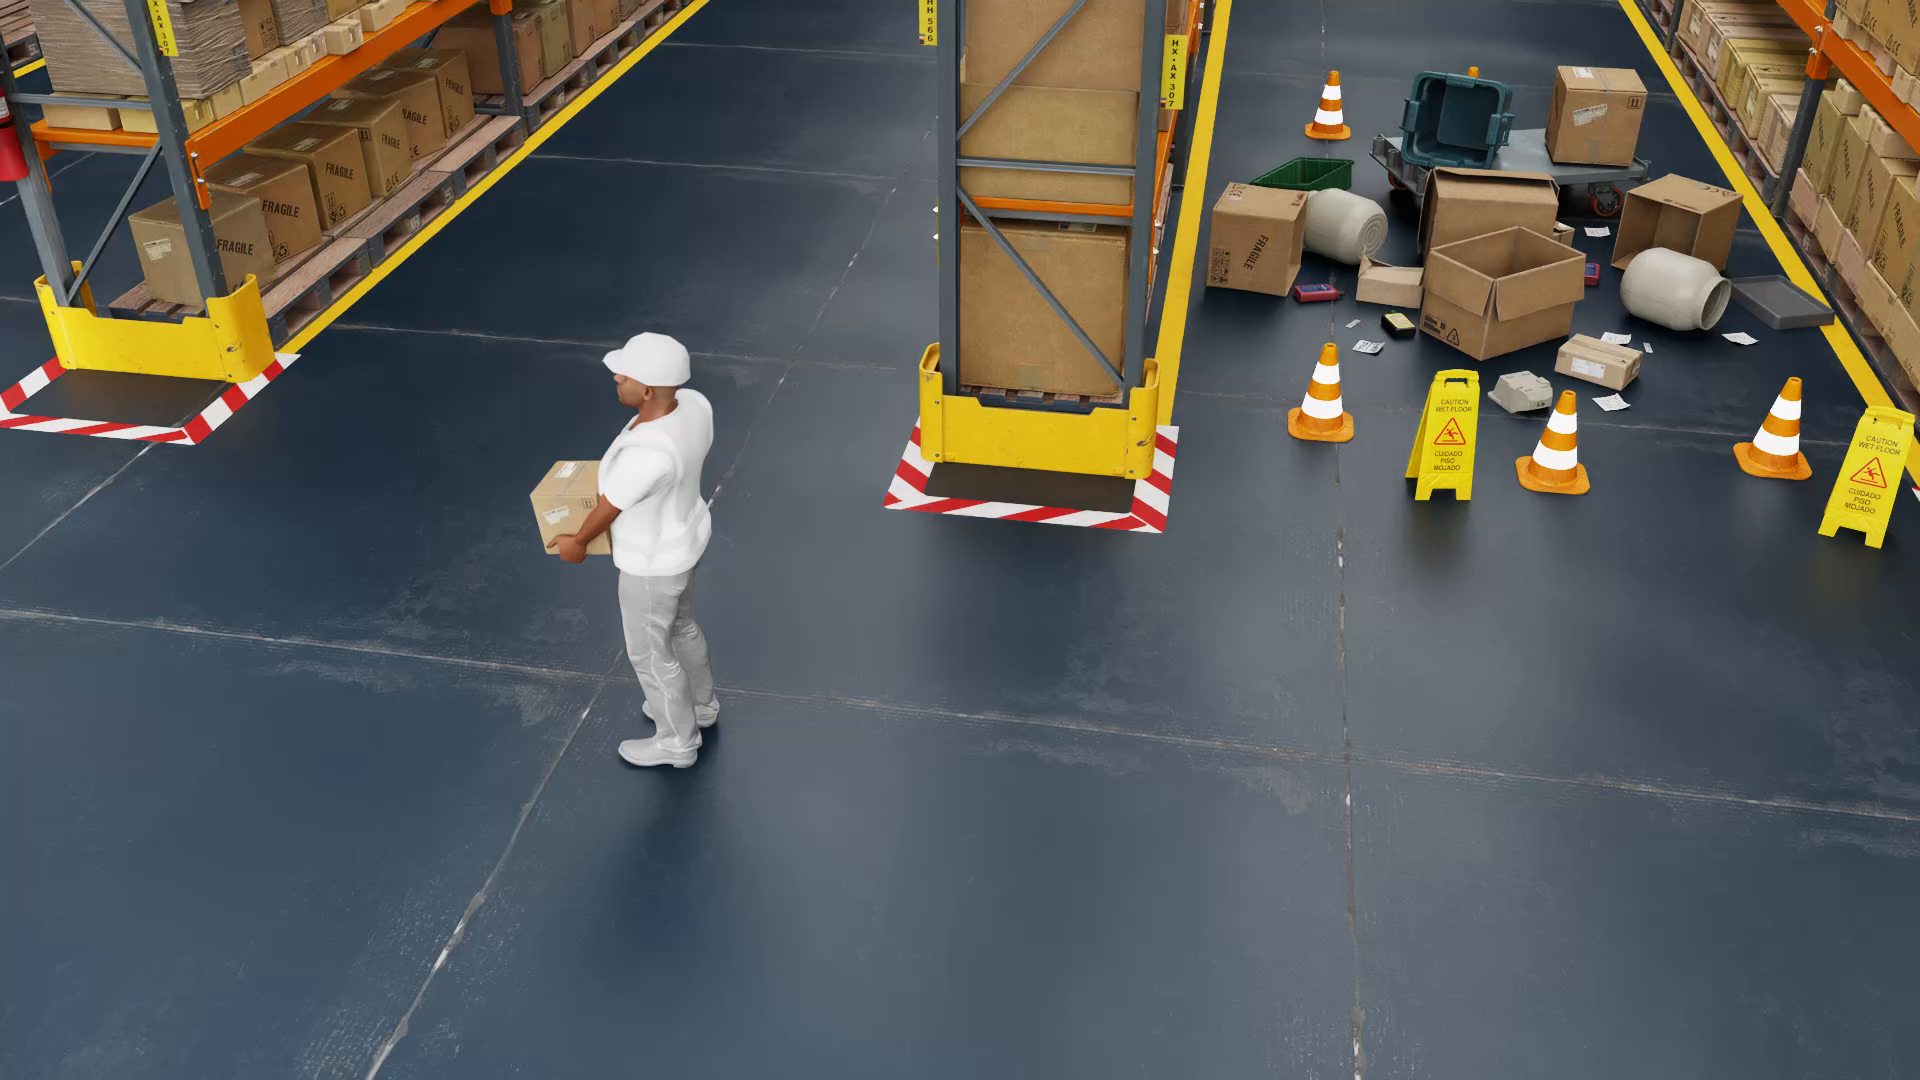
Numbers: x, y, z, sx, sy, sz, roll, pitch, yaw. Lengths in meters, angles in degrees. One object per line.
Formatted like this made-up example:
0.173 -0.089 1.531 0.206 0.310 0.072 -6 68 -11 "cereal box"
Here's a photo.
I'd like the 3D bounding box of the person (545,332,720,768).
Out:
-1.184 0.037 6.062 0.577 1.760 0.503 6 33 9 "person"
